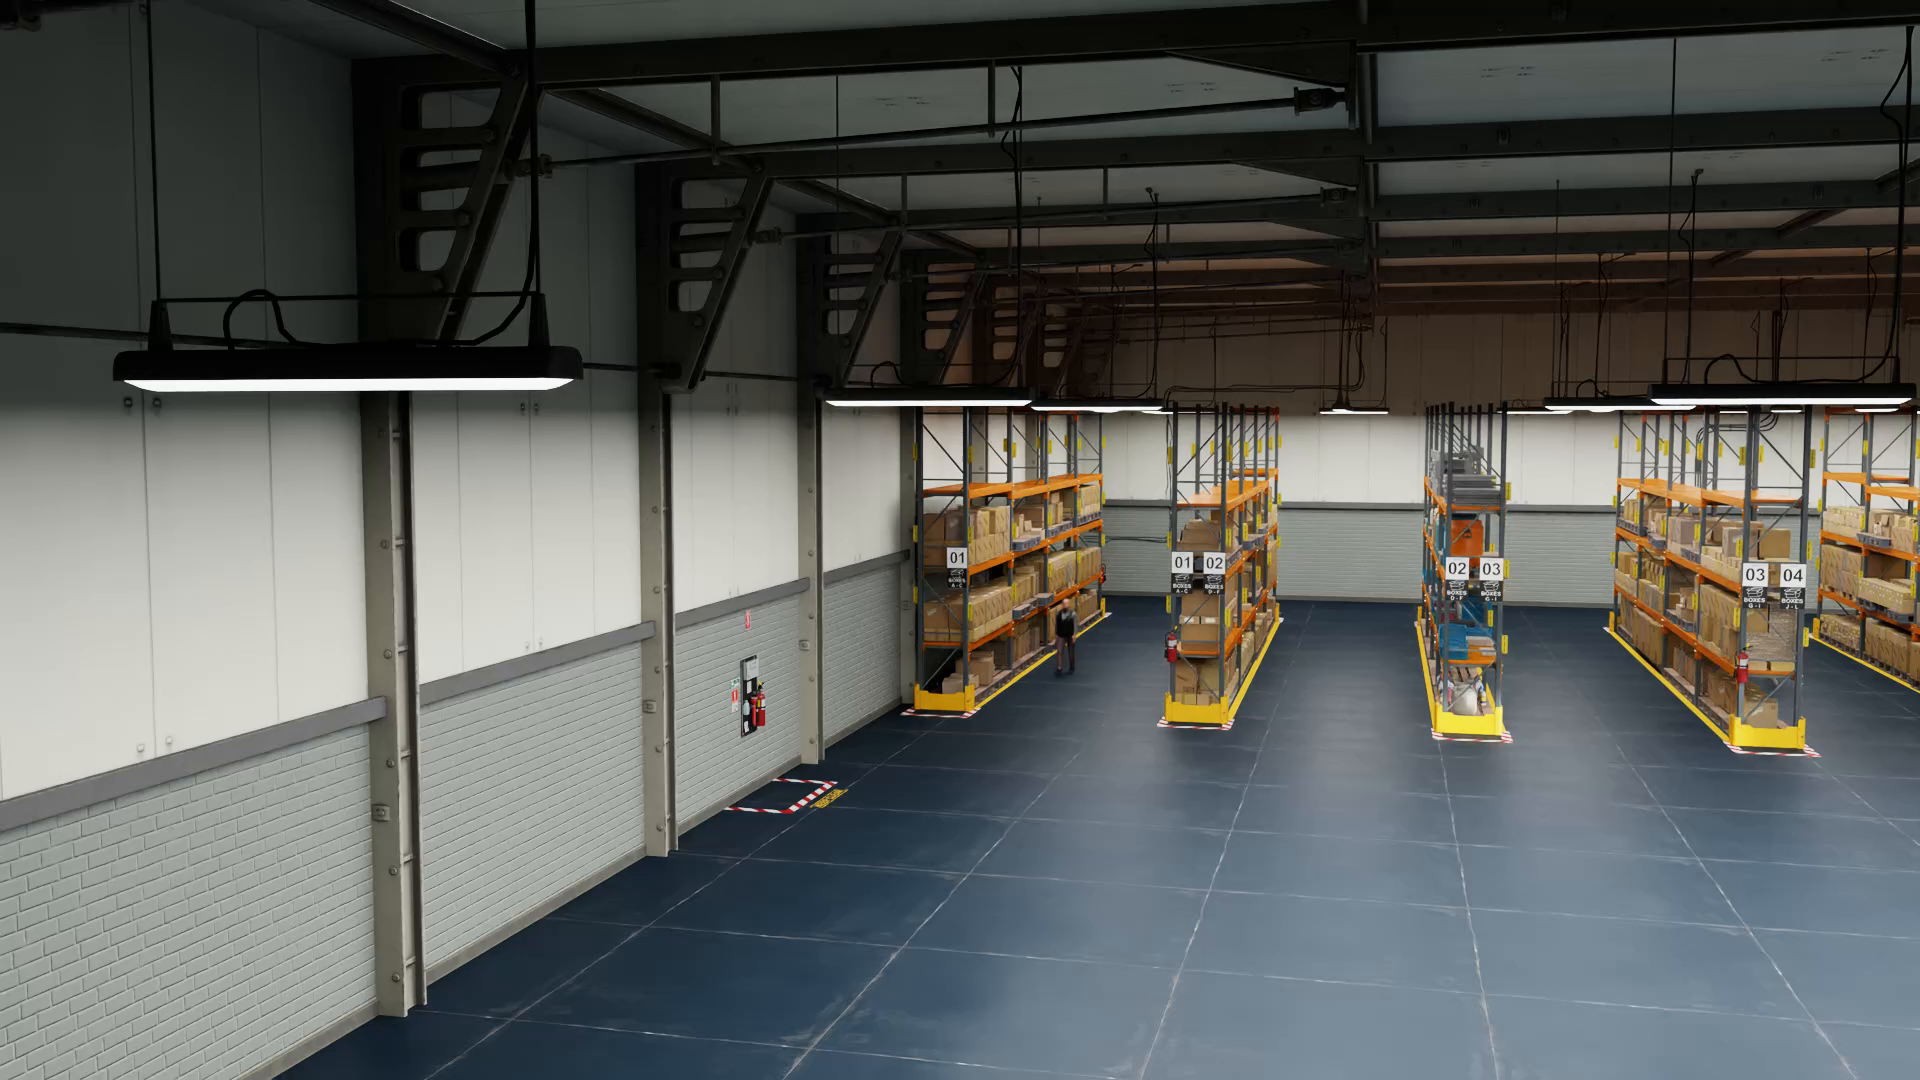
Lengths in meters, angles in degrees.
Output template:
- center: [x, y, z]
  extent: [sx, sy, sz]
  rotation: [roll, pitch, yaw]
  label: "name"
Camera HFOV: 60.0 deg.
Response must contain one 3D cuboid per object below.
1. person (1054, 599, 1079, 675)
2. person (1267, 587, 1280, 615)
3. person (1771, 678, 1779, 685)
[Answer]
- center: [2.355, 2.148, 36.962]
  extent: [0.582, 1.662, 1.074]
  rotation: [1, 4, 15]
  label: "person"
- center: [8.801, 1.353, 47.993]
  extent: [1.056, 1.661, 0.566]
  rotation: [4, 6, 44]
  label: "person"
- center: [17.552, 2.249, 35.773]
  extent: [0.427, 1.625, 1.033]
  rotation: [1, 4, 12]
  label: "person"
